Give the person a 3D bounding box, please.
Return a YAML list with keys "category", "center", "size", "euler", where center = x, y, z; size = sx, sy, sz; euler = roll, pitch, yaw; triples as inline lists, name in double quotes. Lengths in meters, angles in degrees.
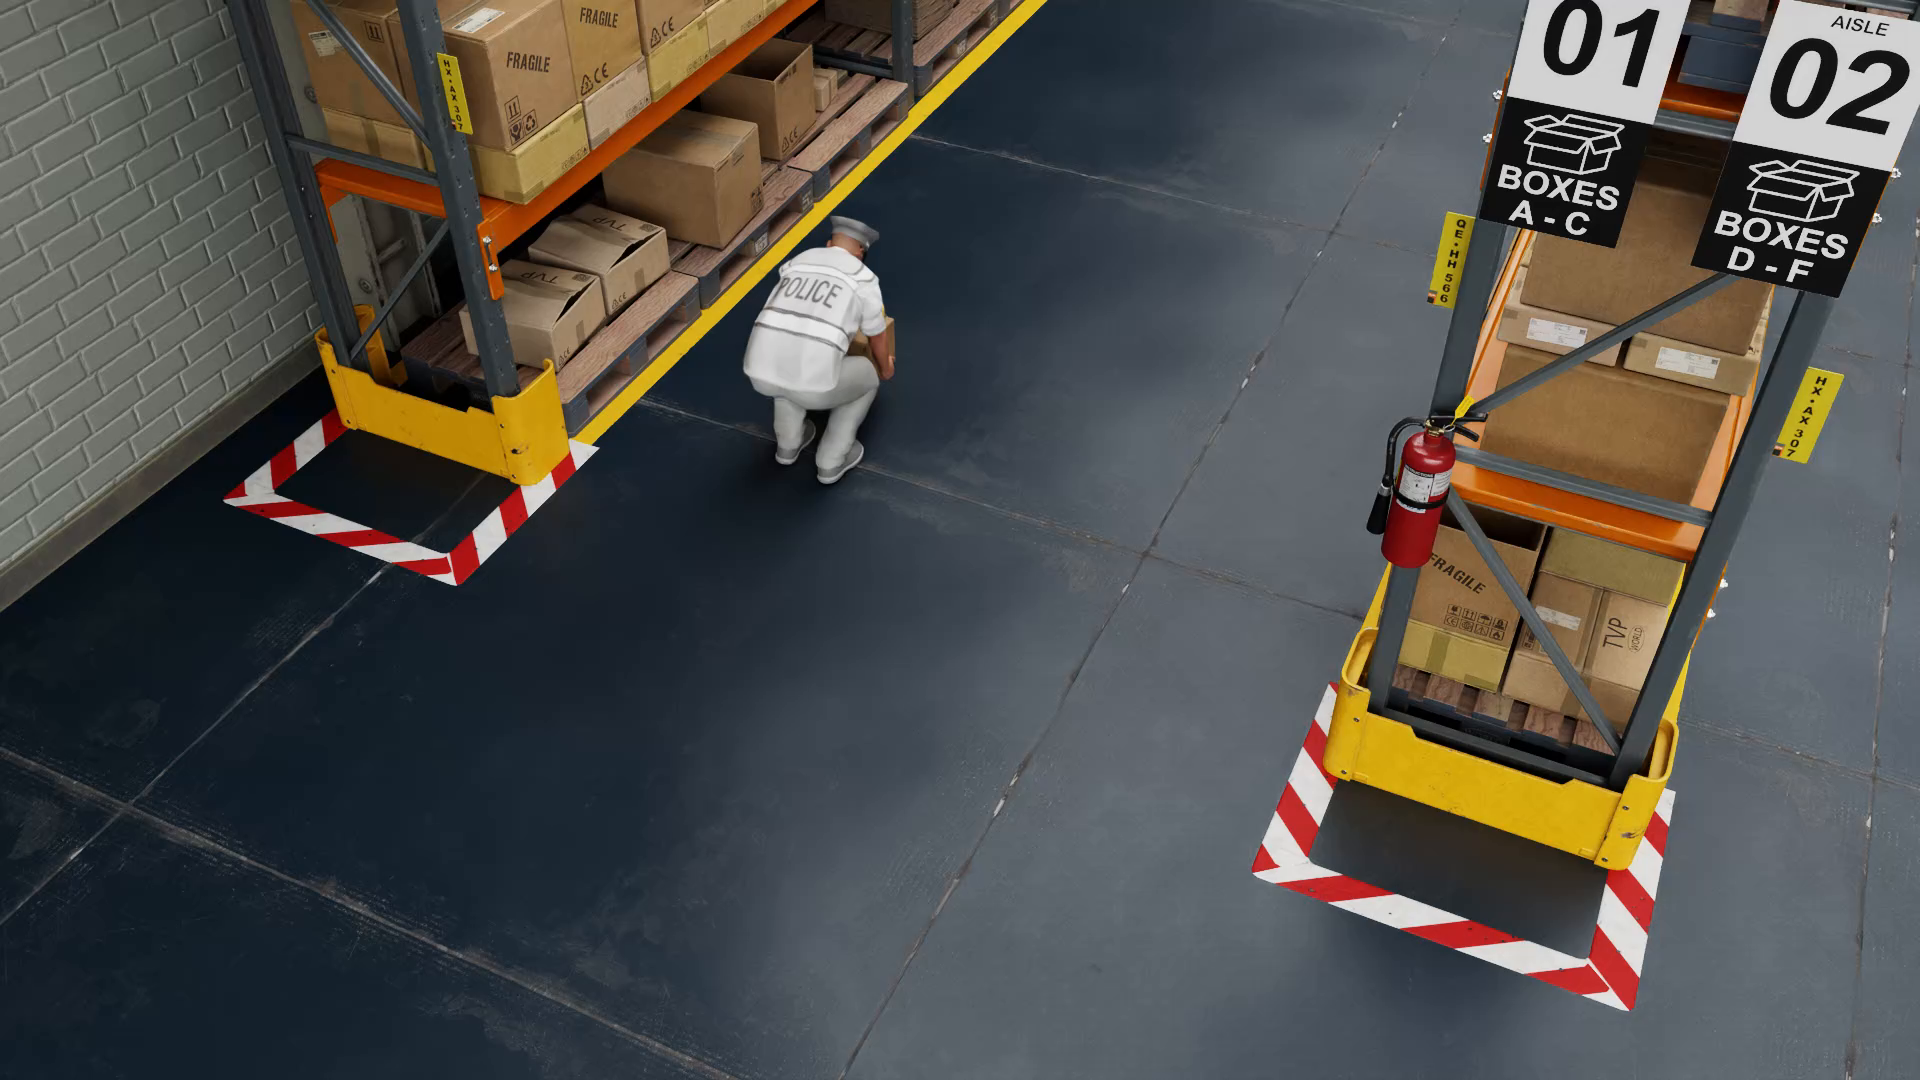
- category: "person"
  center: [-0.622, -0.871, 7.685]
  size: [0.527, 1.021, 1.009]
  euler: [16, 44, 17]
